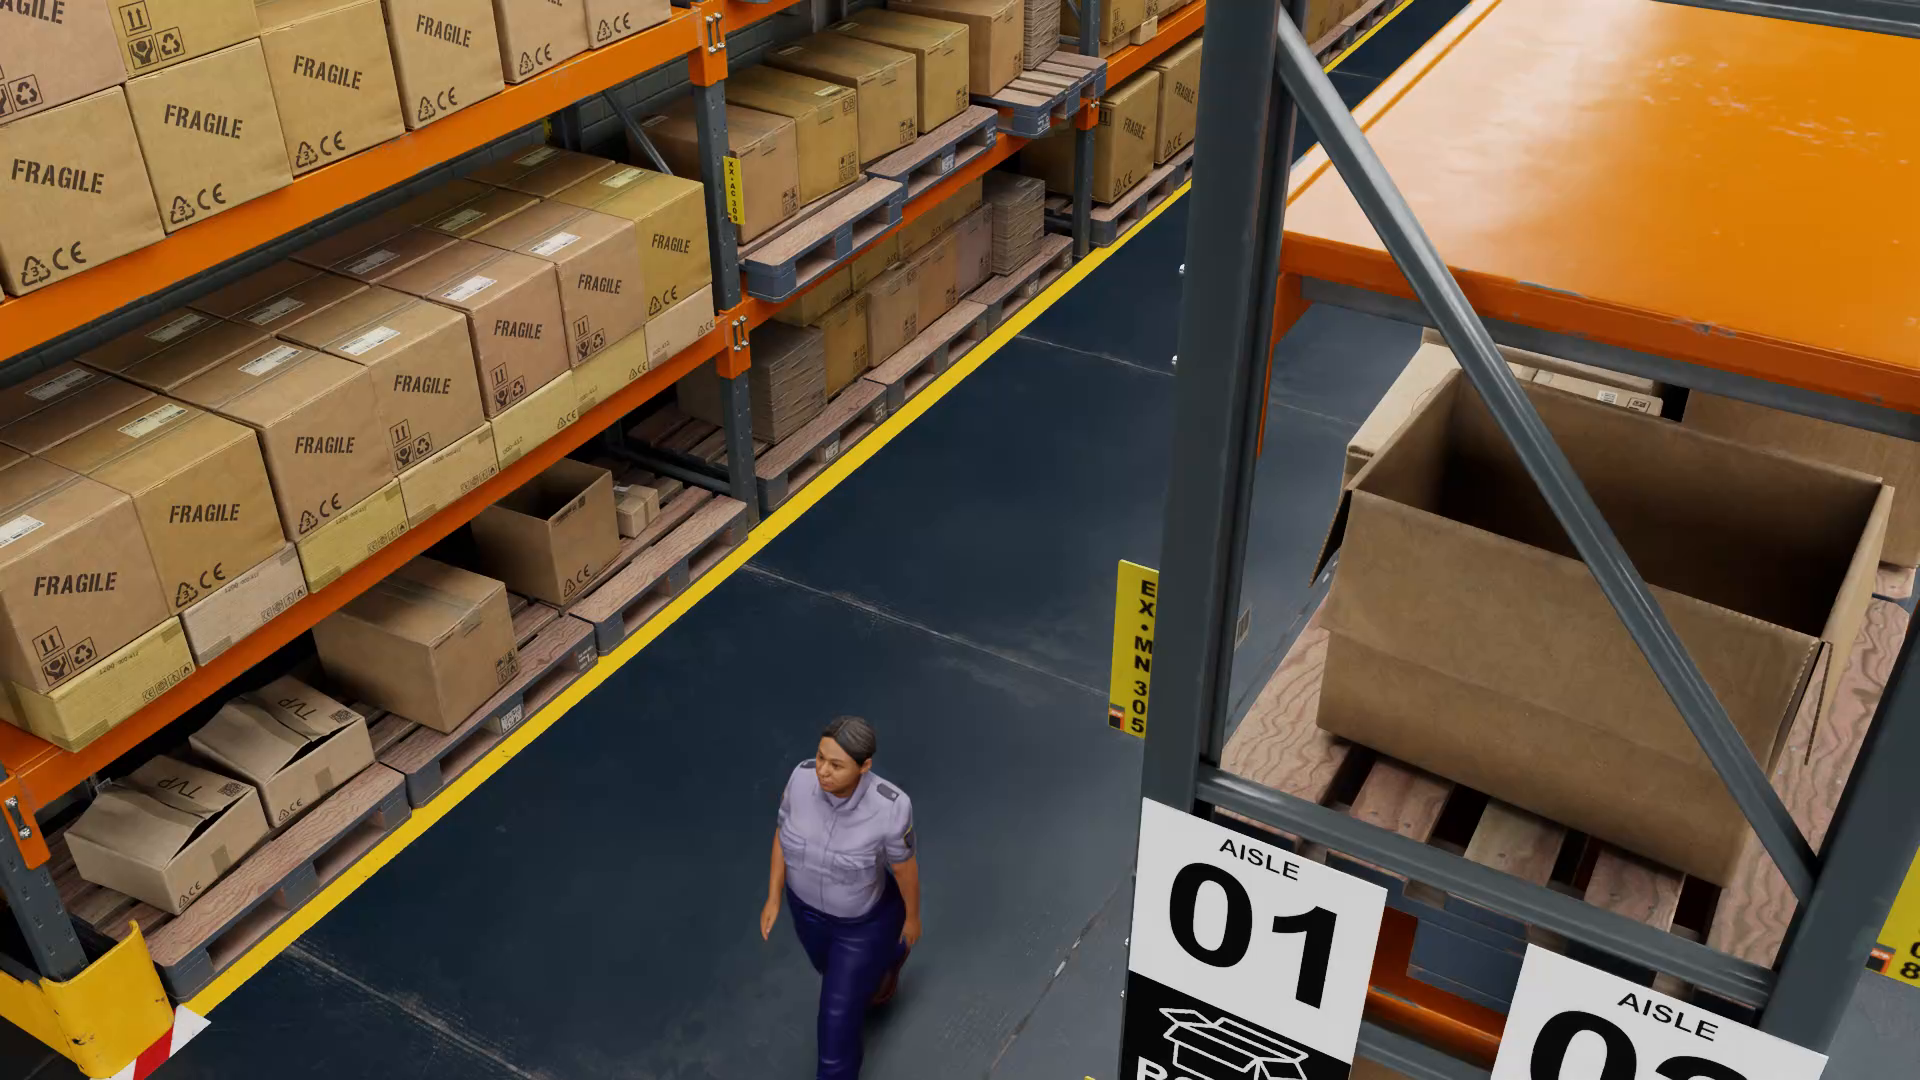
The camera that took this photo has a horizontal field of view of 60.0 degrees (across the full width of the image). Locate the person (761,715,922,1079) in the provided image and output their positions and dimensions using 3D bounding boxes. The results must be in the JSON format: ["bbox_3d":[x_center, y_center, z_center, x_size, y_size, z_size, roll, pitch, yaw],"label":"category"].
[{"bbox_3d":[-0.396,1.226,5.605,0.488,1.600,0.948,19,38,25],"label":"person"}]
